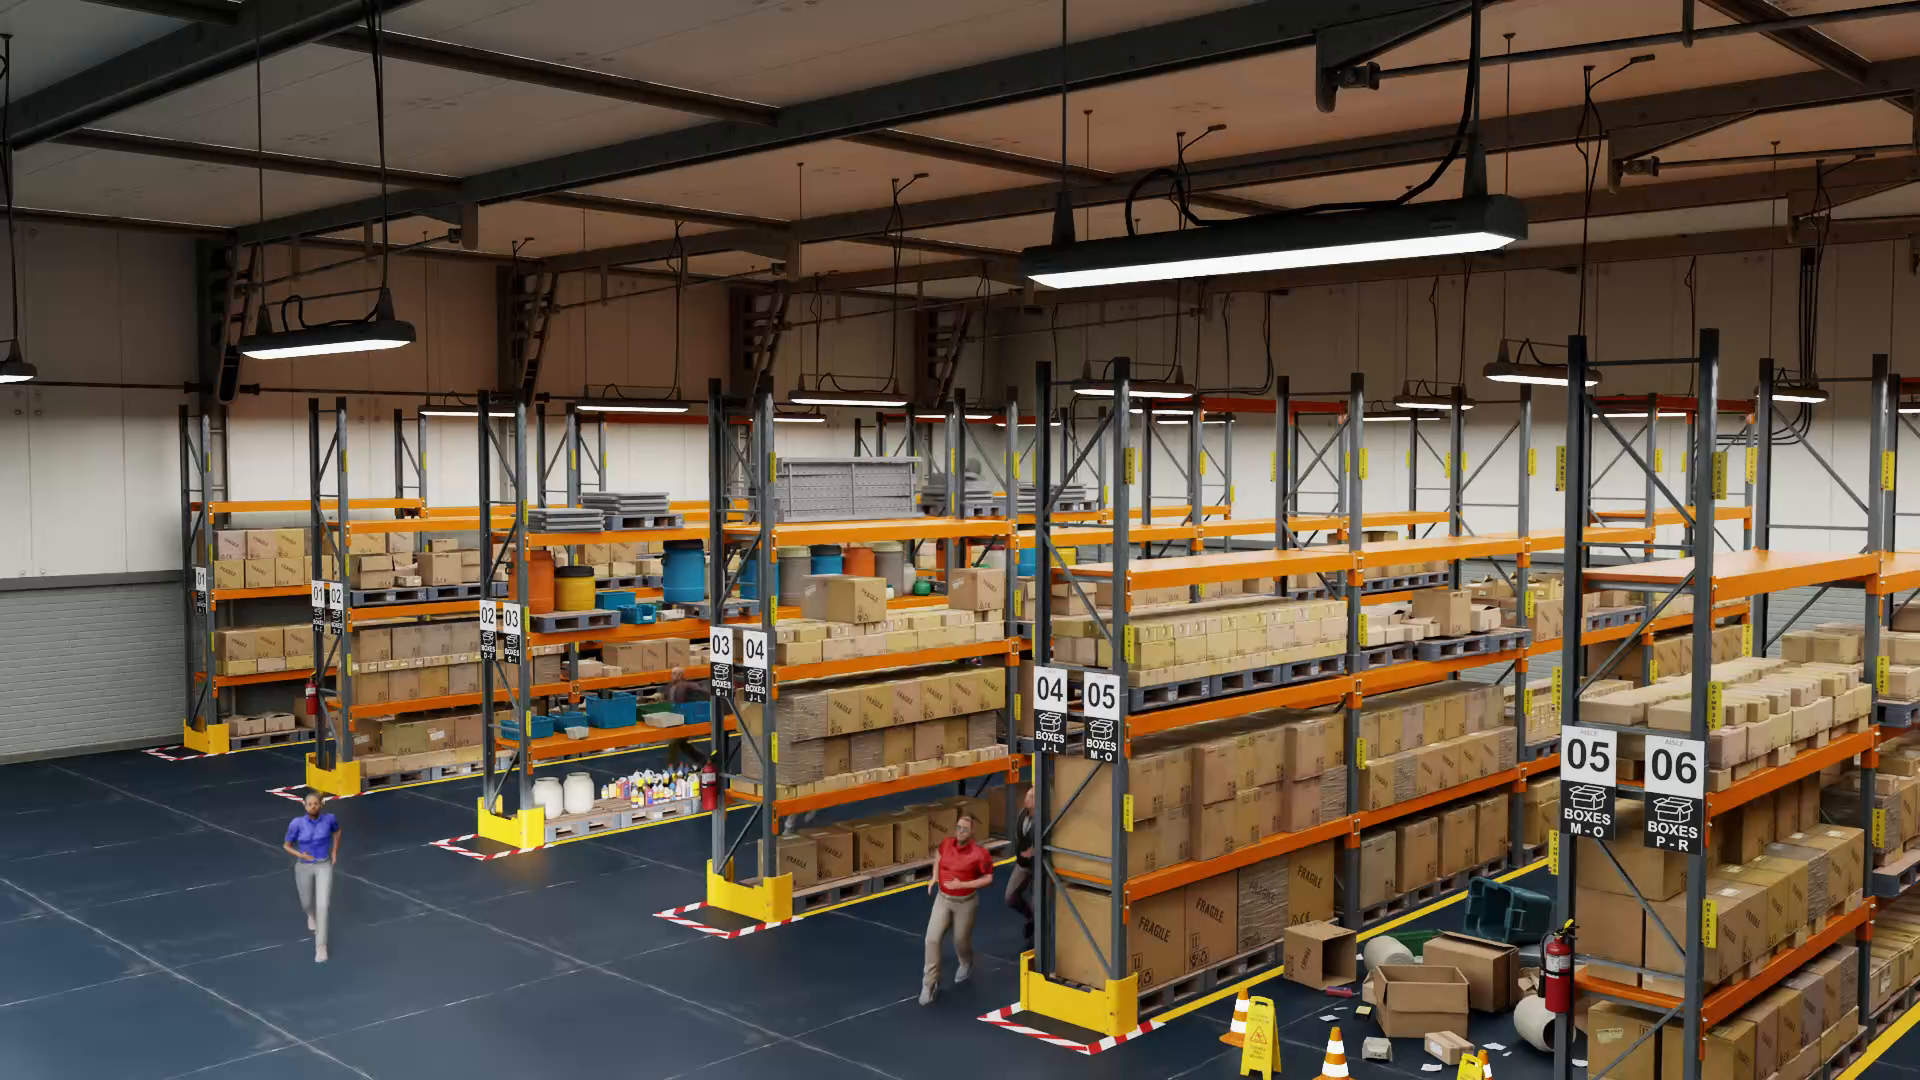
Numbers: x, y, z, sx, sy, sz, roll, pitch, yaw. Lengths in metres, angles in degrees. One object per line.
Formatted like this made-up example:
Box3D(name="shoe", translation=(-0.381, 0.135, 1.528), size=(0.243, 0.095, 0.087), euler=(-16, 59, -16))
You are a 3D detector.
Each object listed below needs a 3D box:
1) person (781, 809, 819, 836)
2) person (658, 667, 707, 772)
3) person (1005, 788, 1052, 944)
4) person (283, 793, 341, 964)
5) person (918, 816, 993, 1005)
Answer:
Box3D(name="person", translation=(-2.187, 3.113, 22.539), size=(0.731, 1.811, 0.938), euler=(2, 3, 27))
Box3D(name="person", translation=(-4.382, 2.919, 26.247), size=(0.738, 1.841, 0.971), euler=(3, 4, 43))
Box3D(name="person", translation=(0.762, 3.404, 17.301), size=(0.660, 1.679, 0.634), euler=(2, 4, 39))
Box3D(name="person", translation=(-6.715, 3.447, 17.244), size=(0.543, 1.664, 1.077), euler=(-1, 3, -16))
Box3D(name="person", translation=(0.013, 3.498, 15.845), size=(0.684, 1.773, 0.895), euler=(1, 3, 22))
